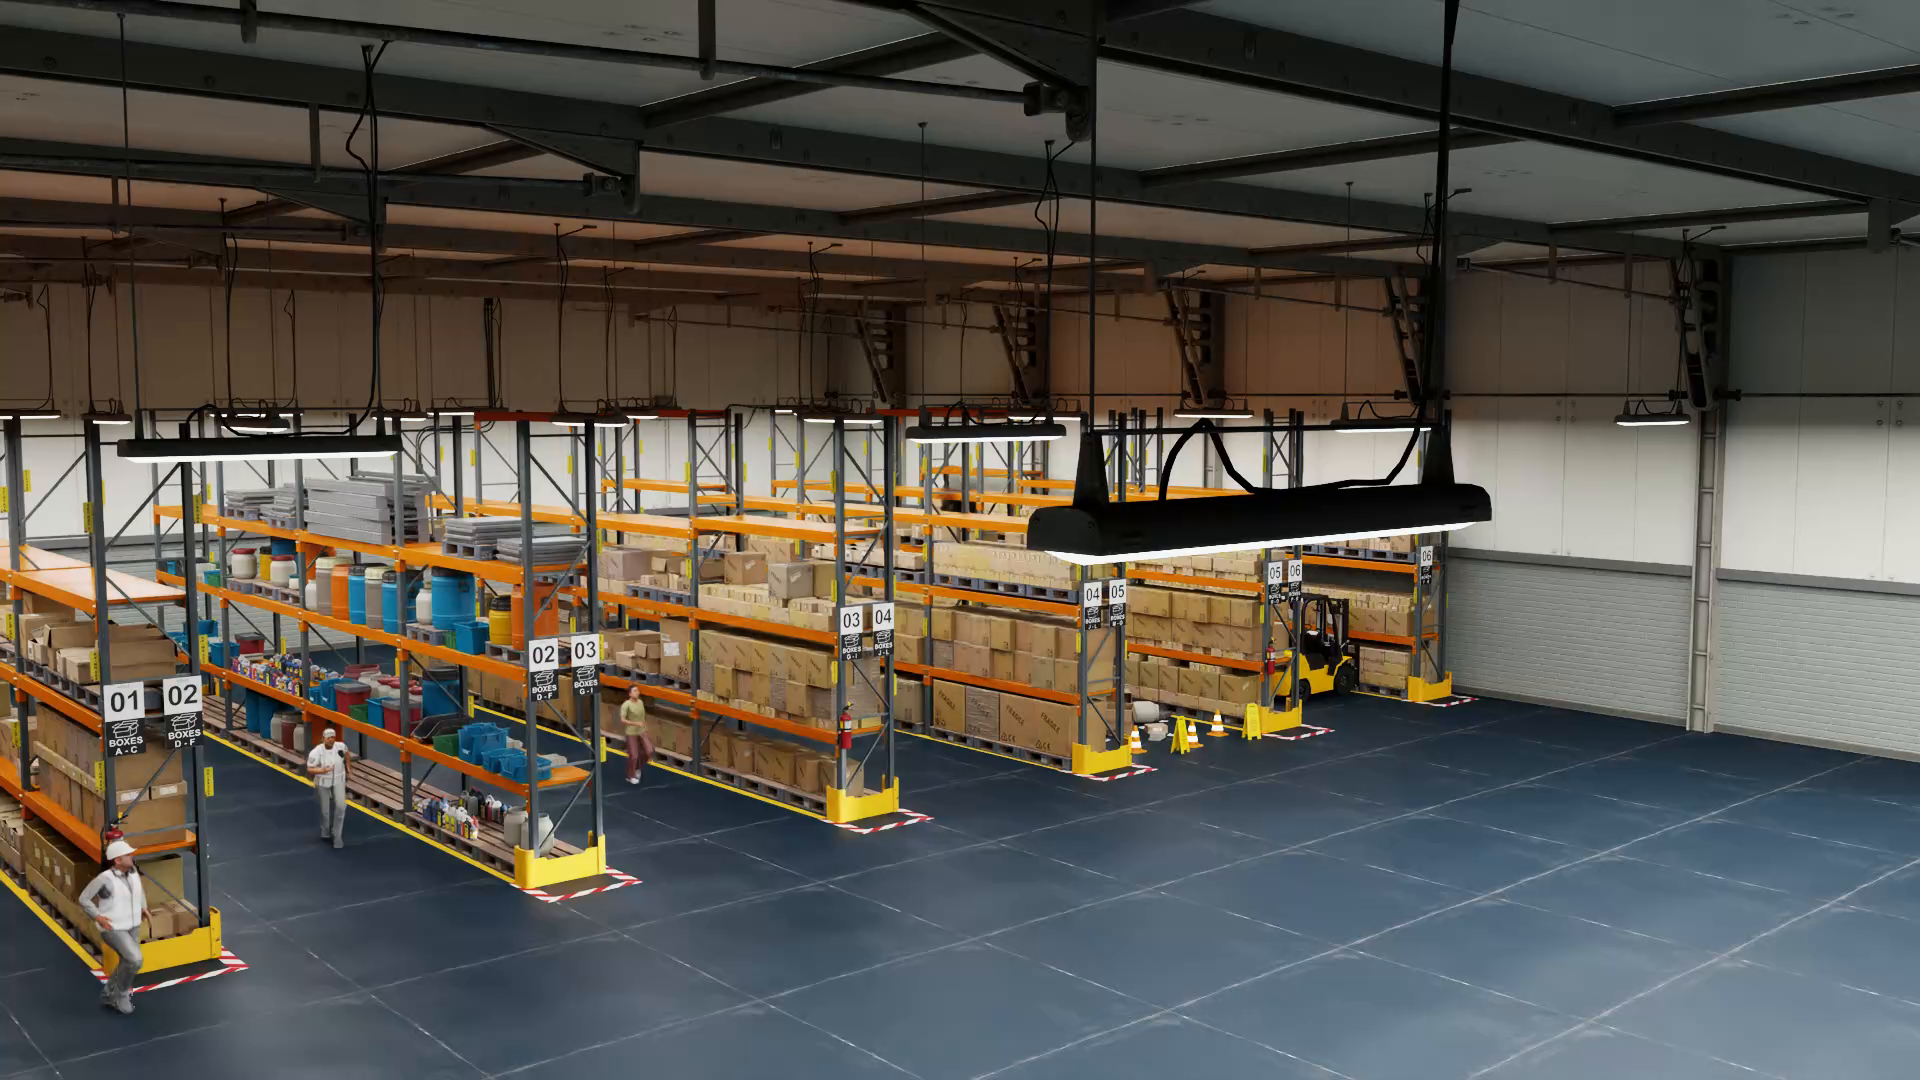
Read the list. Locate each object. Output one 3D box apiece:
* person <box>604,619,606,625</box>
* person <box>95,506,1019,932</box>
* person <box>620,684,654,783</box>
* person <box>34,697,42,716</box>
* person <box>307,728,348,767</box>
[{"bbox_3d":[-8.329,2.217,37.605,0.654,1.488,0.813,-3,6,-30],"label":"person"},{"bbox_3d":[-3.666,1.556,29.970,2.746,2.545,28.479,1,5,16],"label":"person"},{"bbox_3d":[-5.237,3.143,26.952,0.566,1.633,0.564,5,7,43],"label":"person"},{"bbox_3d":[-16.902,2.818,30.567,0.589,1.653,0.579,4,7,41],"label":"person"},{"bbox_3d":[-8.828,2.987,23.251,0.585,0.731,0.454,-3,6,-32],"label":"person"}]
